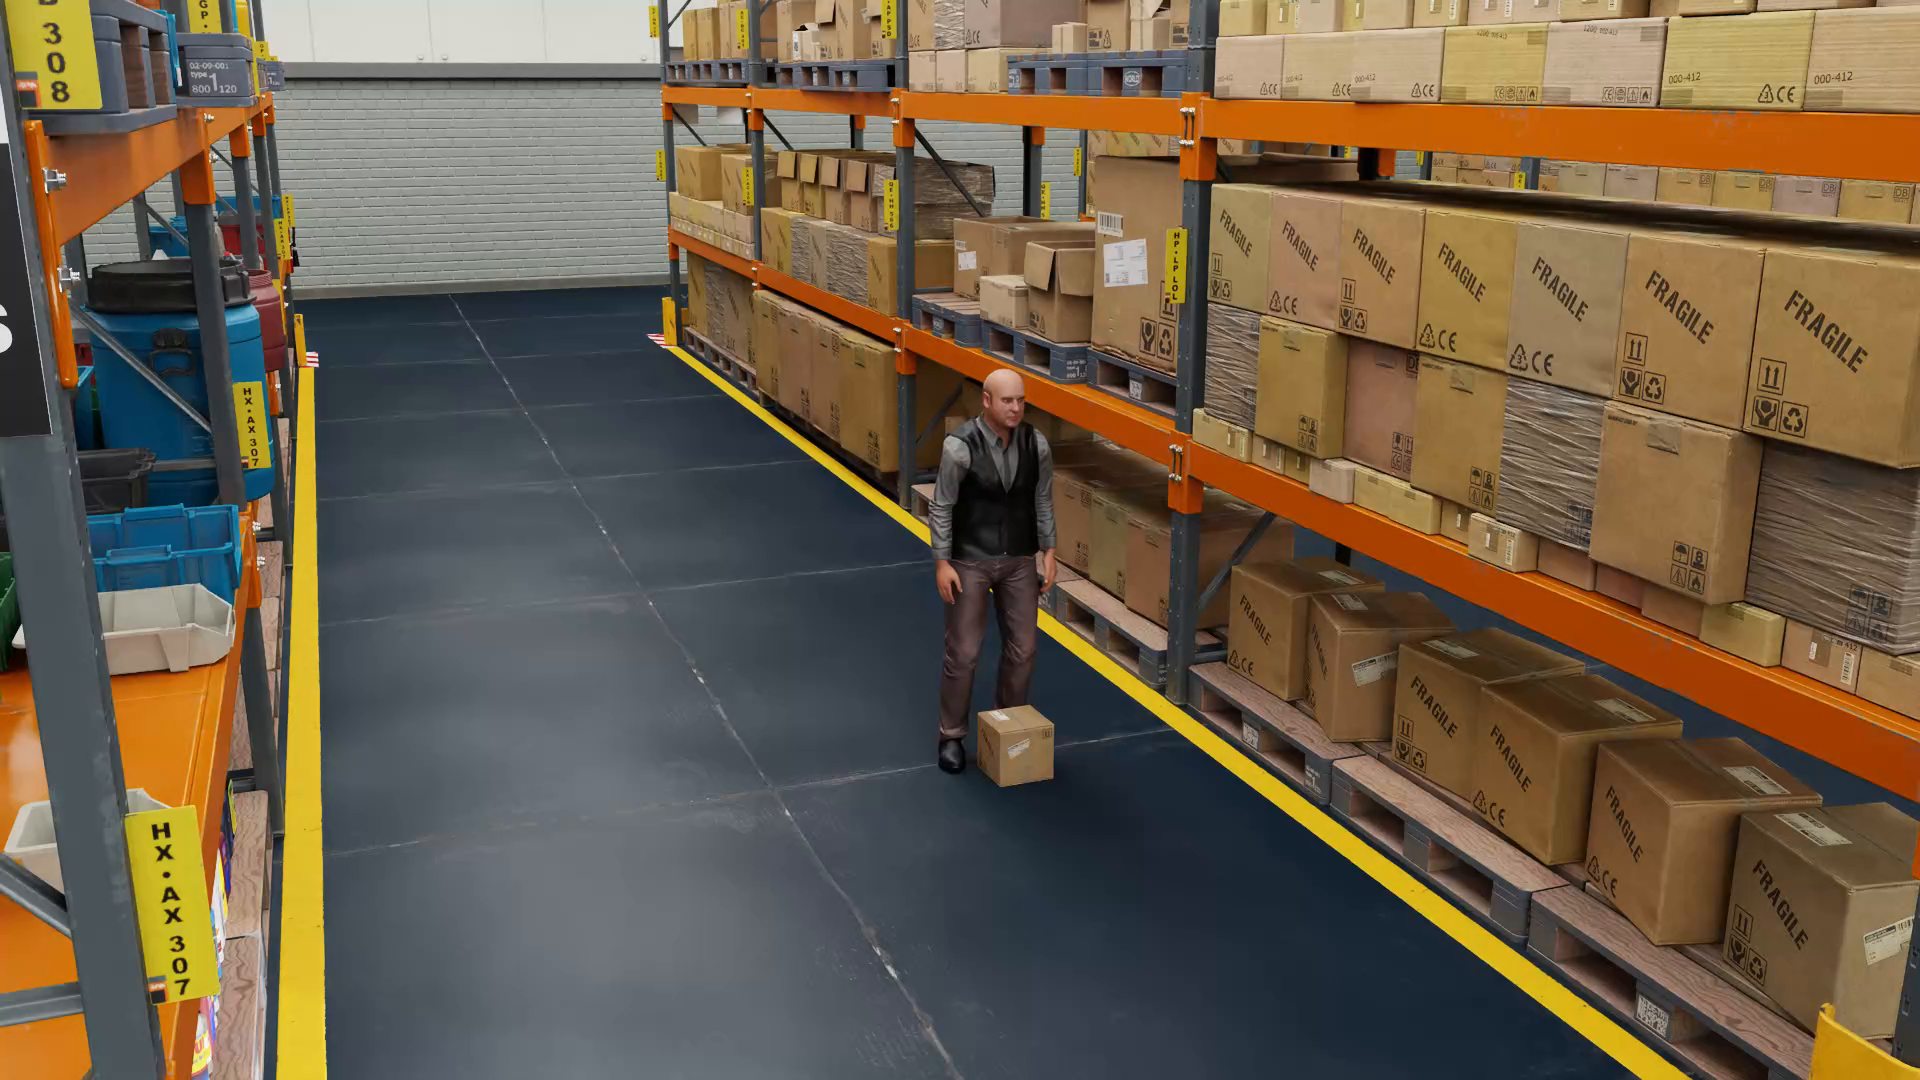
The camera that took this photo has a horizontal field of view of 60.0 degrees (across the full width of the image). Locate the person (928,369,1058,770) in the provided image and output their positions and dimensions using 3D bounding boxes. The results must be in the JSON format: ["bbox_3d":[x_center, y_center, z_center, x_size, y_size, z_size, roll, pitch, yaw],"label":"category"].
[{"bbox_3d":[0.138,0.103,7.194,0.593,1.722,0.416,-7,17,-23],"label":"person"}]
